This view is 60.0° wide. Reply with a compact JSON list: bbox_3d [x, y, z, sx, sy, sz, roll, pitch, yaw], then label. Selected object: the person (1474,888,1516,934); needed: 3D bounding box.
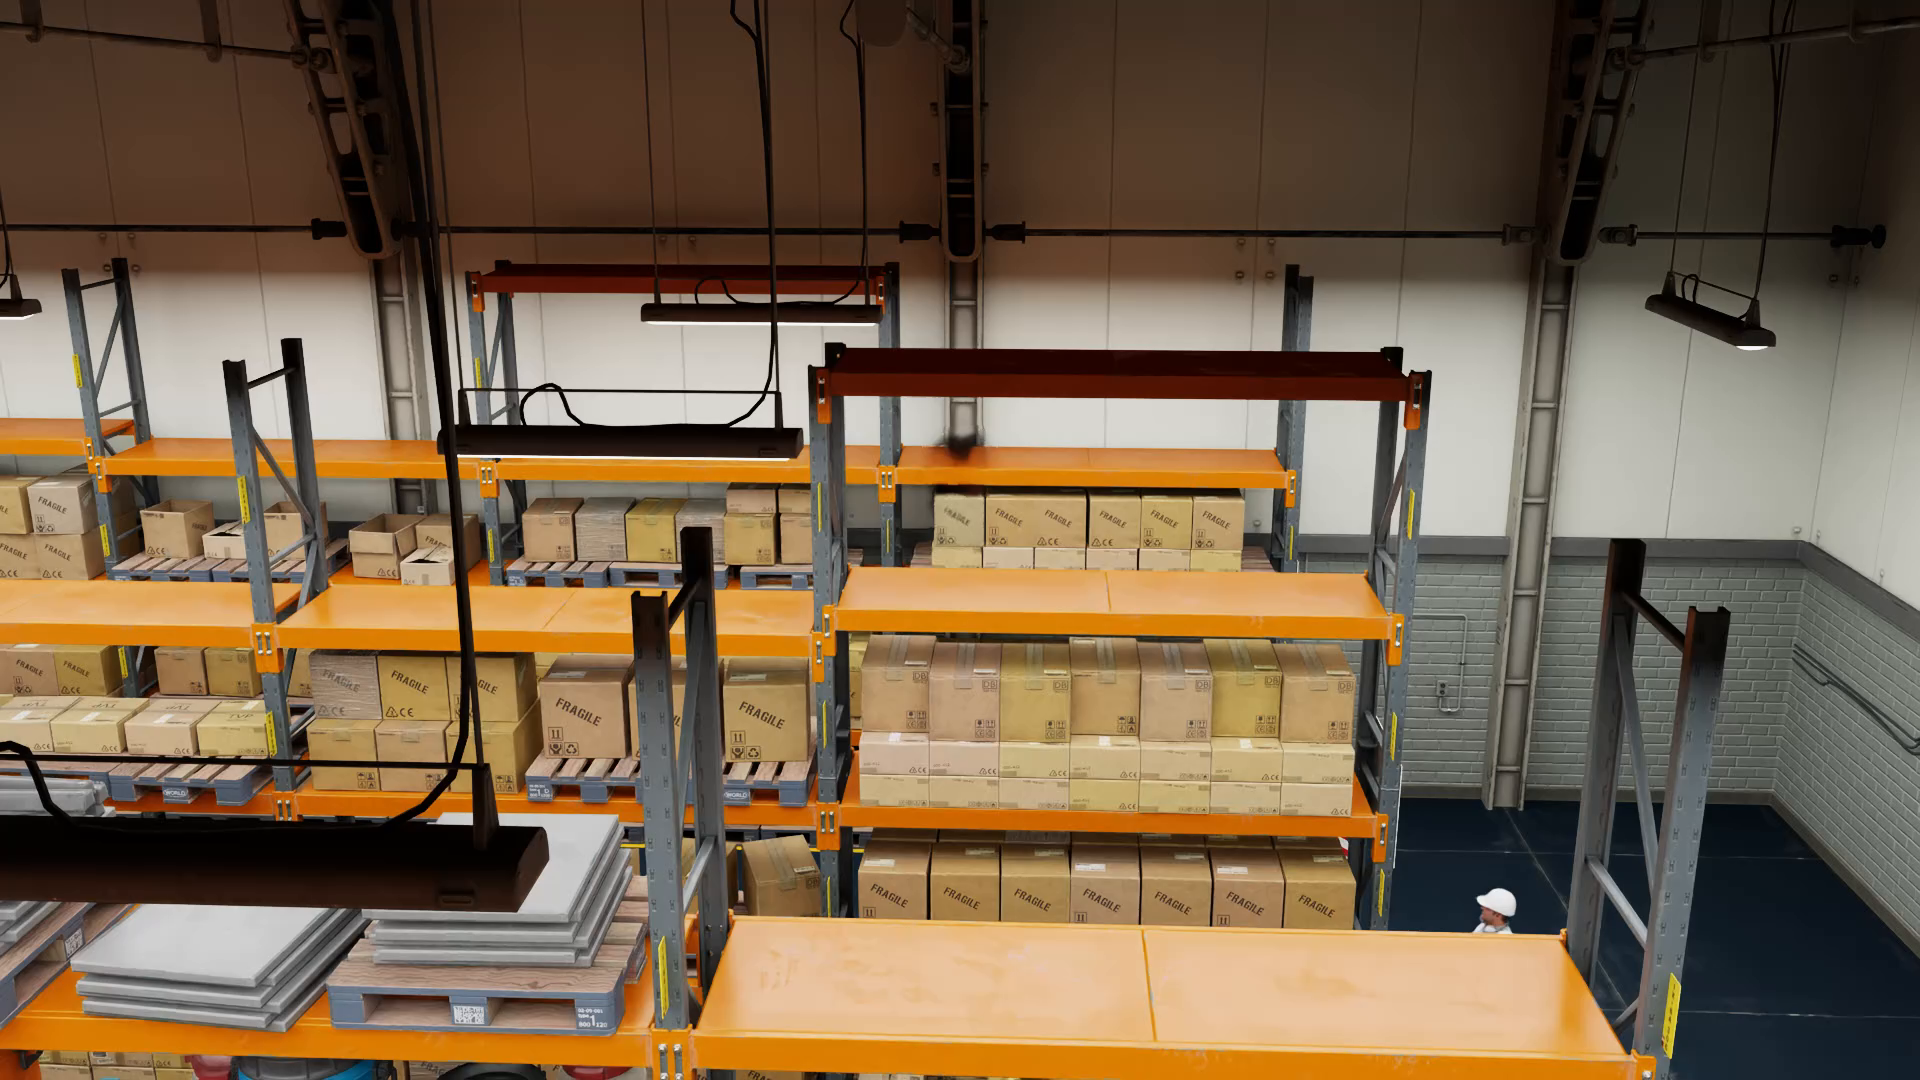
[{"bbox_3d":[4.102,3.573,13.122,0.504,1.788,0.561,-2,16,-5],"label":"person"}]
